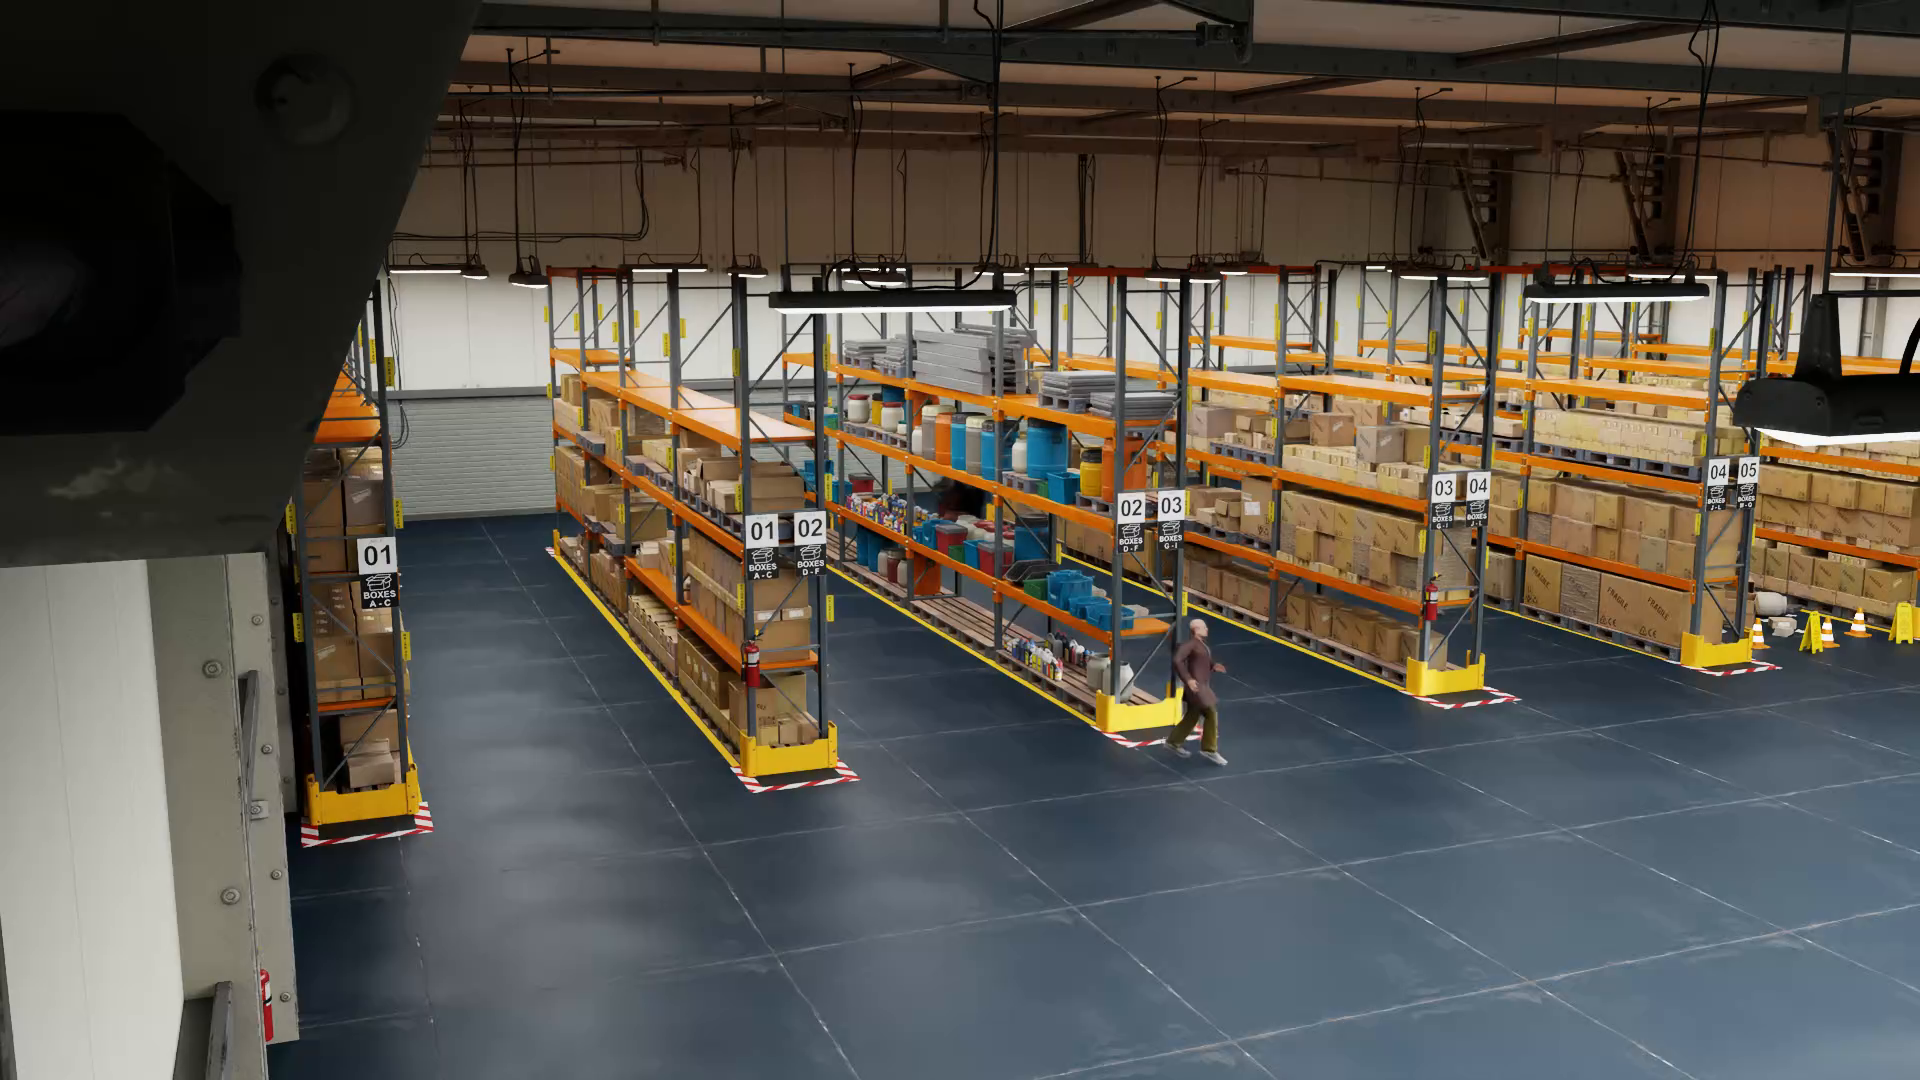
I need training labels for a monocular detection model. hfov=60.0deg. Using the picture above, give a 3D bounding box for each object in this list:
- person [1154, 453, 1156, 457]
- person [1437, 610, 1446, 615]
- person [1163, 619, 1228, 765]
[{"bbox_3d":[4.926,-1.601,41.190,0.835,1.567,0.613,-7,12,-34],"label":"person"},{"bbox_3d":[8.205,0.441,29.293,0.581,1.658,0.920,-7,12,-33],"label":"person"},{"bbox_3d":[2.981,1.873,20.775,0.794,1.802,0.700,3,10,14],"label":"person"}]
